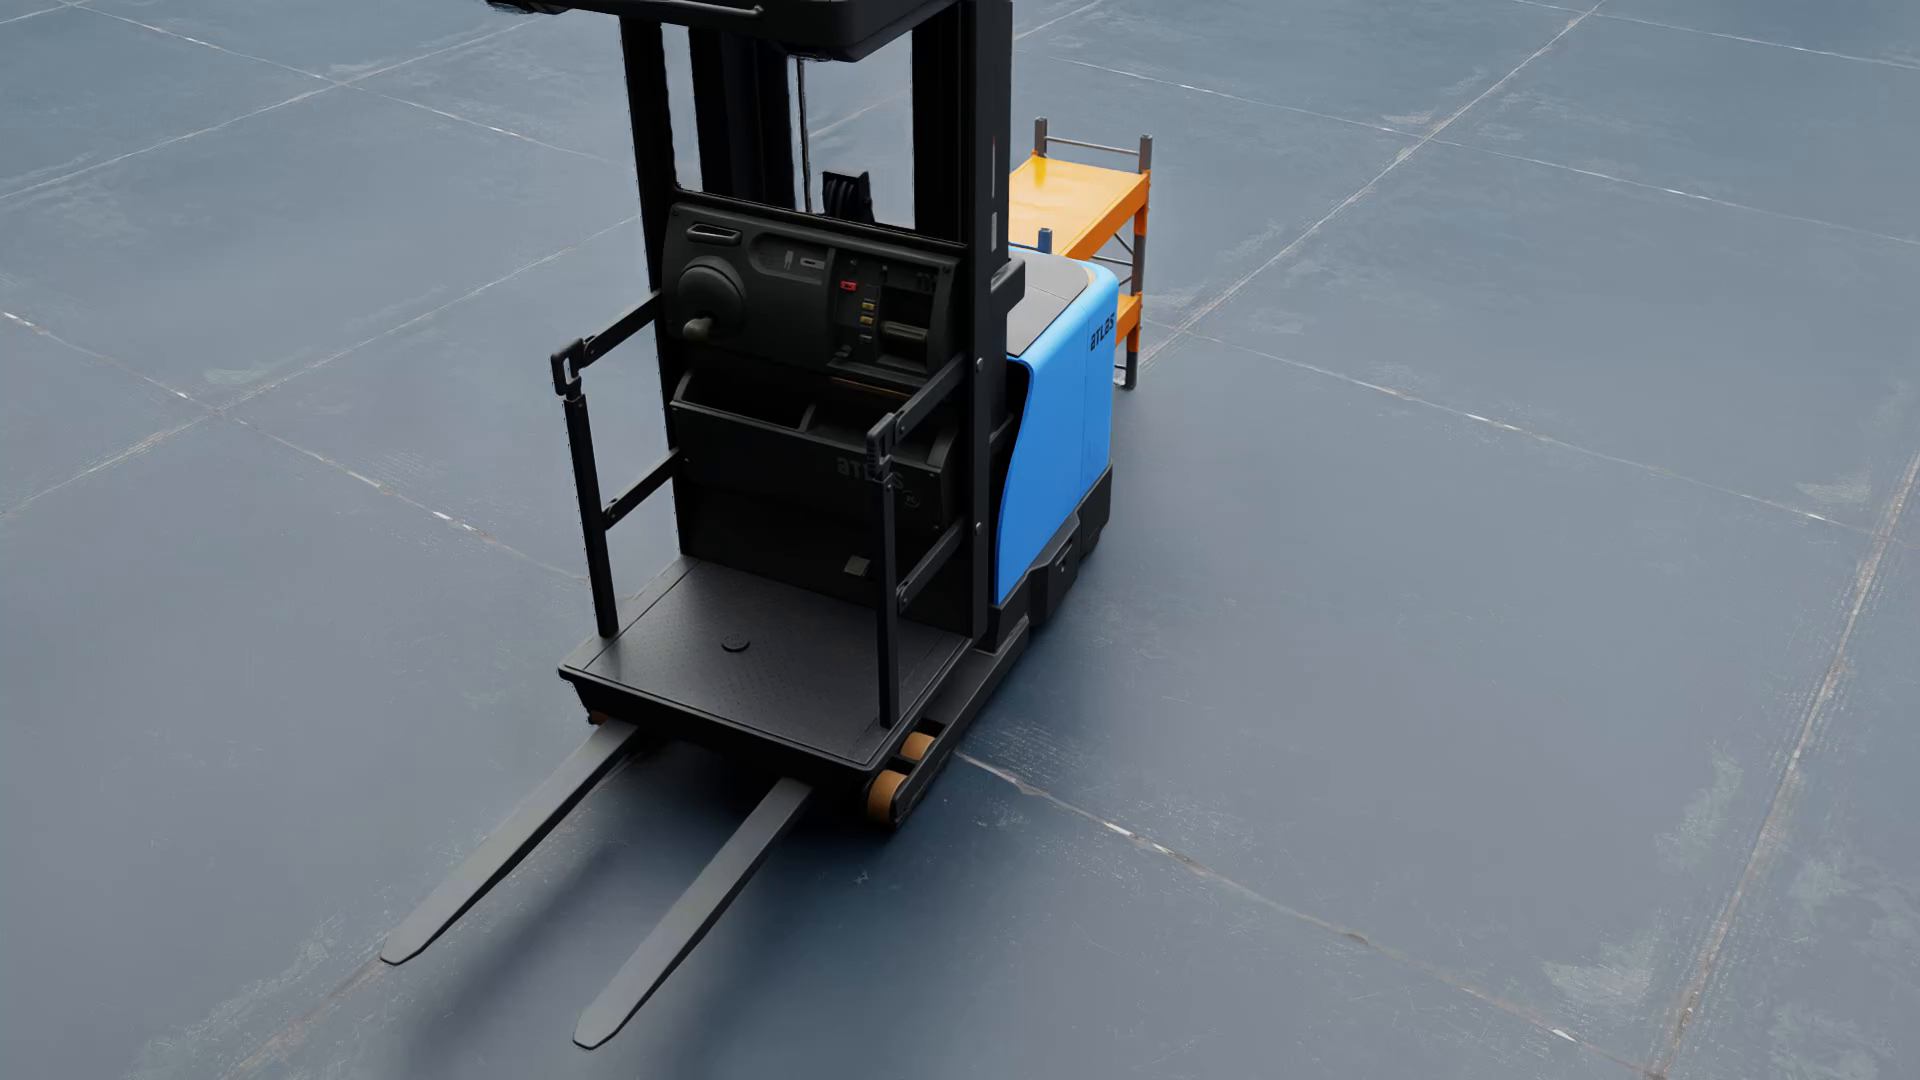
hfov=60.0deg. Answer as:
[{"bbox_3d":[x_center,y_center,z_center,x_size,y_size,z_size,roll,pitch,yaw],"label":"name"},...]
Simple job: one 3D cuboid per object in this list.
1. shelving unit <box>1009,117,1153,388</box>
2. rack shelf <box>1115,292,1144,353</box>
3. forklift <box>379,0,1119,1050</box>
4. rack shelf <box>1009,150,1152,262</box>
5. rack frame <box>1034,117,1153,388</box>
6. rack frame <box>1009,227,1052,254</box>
[{"bbox_3d":[0.316,-0.939,6.635,0.538,1.125,1.048,15,37,21],"label":"shelving unit"},{"bbox_3d":[0.316,-0.737,6.772,0.538,0.278,1.000,15,37,21],"label":"rack shelf"},{"bbox_3d":[-0.534,-0.640,4.580,1.130,2.935,3.031,15,37,21],"label":"forklift"},{"bbox_3d":[0.316,-1.182,6.471,0.538,0.278,1.000,15,37,21],"label":"rack shelf"},{"bbox_3d":[0.537,-1.196,7.014,0.500,1.125,0.032,15,37,21],"label":"rack frame"},{"bbox_3d":[0.095,-0.683,6.256,0.500,1.125,0.032,15,37,21],"label":"rack frame"}]
